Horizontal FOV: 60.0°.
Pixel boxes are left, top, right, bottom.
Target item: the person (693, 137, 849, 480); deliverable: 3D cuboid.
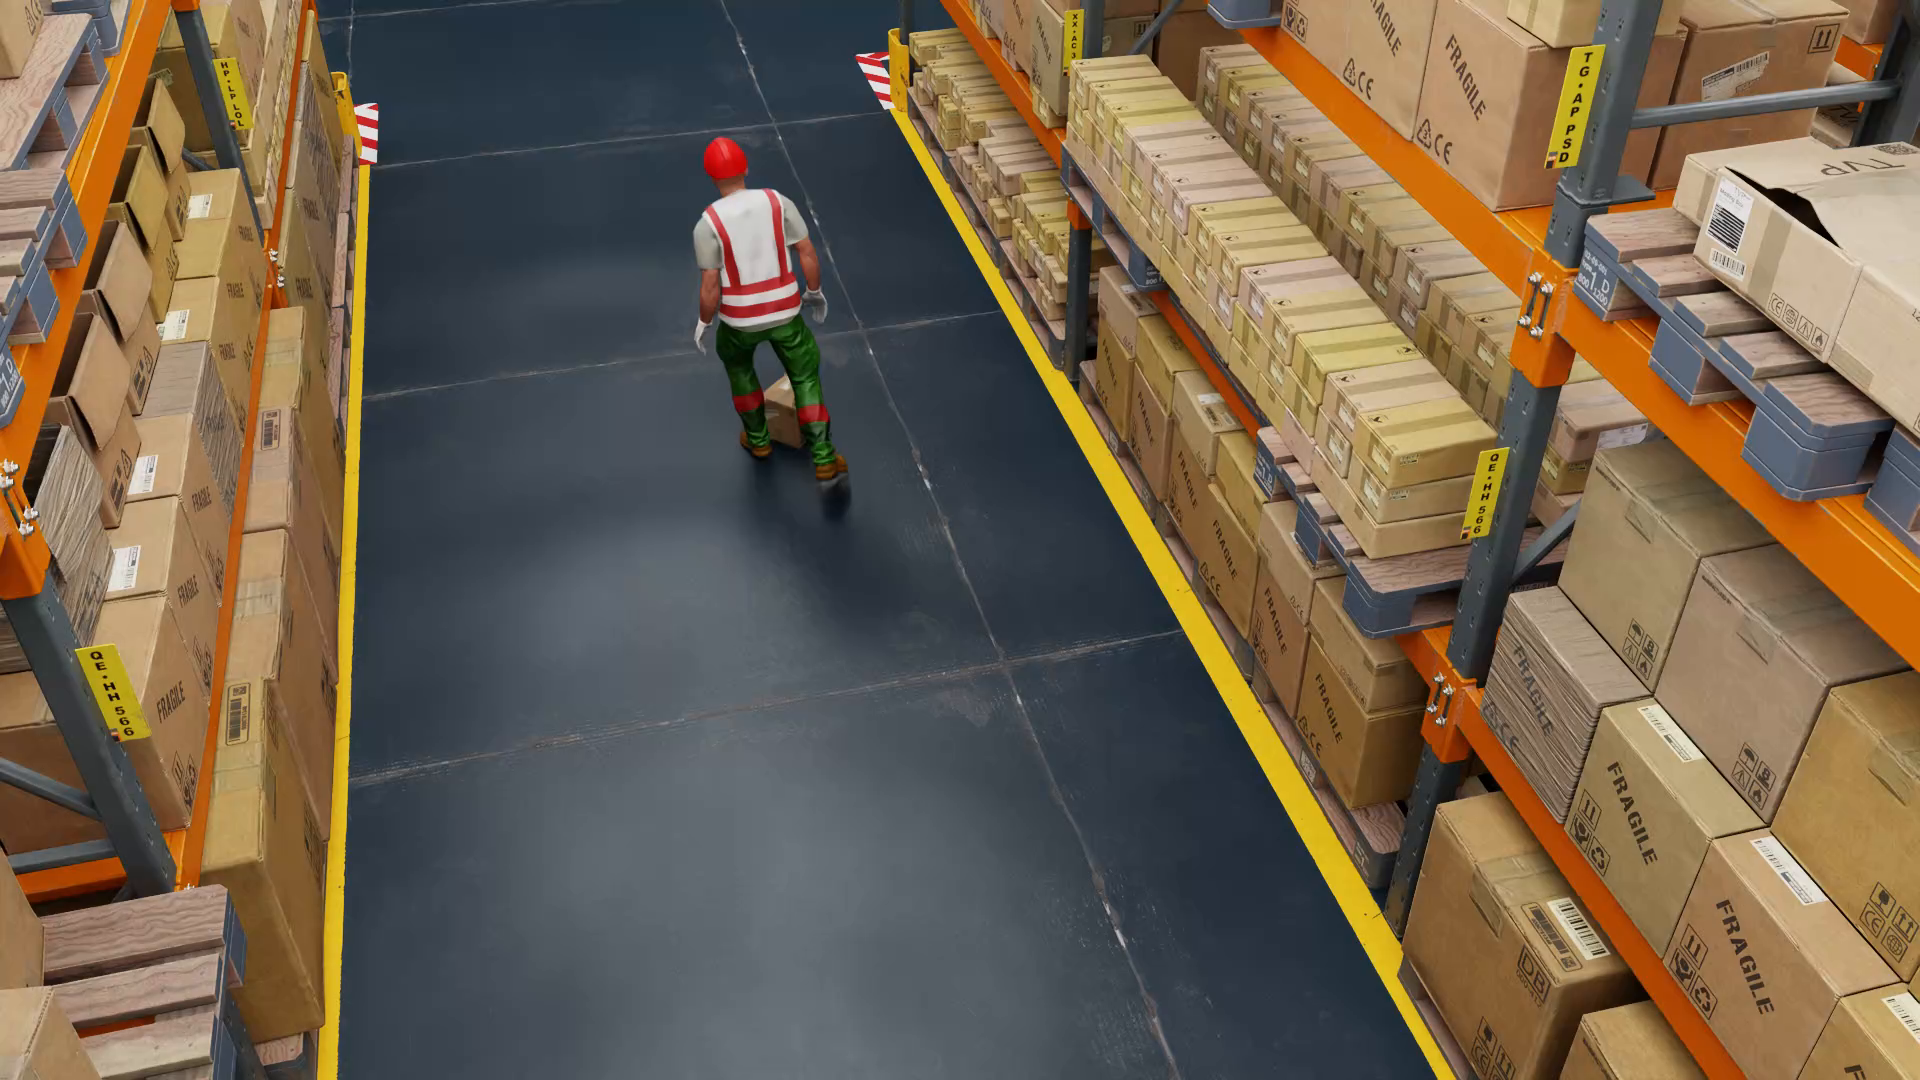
[{"bbox_3d":[-0.941,-1.054,8.098,0.682,1.718,0.862,-14,40,-17],"label":"person"}]
